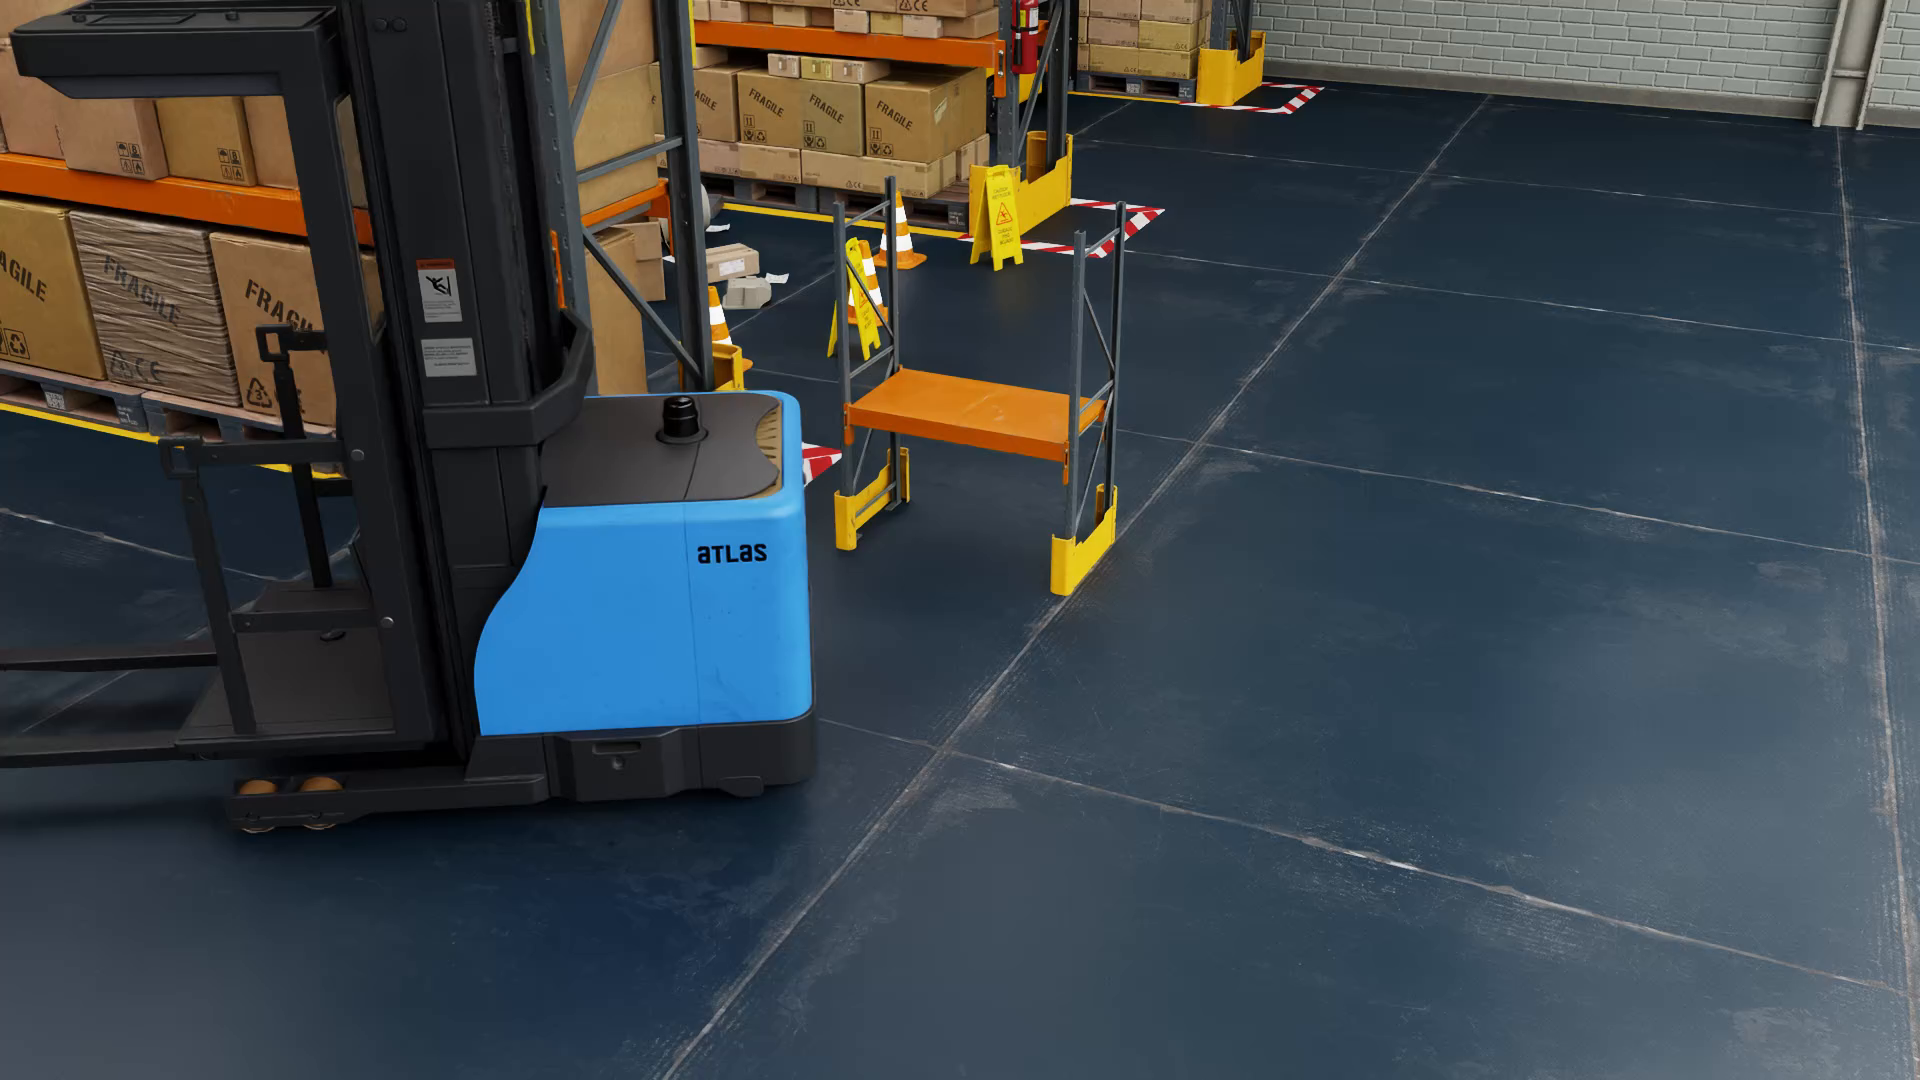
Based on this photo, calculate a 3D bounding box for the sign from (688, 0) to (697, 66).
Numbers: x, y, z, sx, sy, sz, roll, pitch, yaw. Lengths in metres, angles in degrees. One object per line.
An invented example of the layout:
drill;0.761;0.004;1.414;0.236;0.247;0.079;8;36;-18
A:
sign;-1.211;-2.270;7.396;0.005;0.325;0.100;11;28;22

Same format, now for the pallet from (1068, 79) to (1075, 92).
pallet;0.742;-4.725;16.609;1.213;0.211;1.003;11;28;22

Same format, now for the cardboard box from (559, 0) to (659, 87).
cardboard box;-1.768;-2.260;7.051;0.550;0.550;0.875;11;28;22

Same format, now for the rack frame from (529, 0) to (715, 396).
rack frame;-1.447;-1.624;7.154;0.127;3.000;1.000;11;28;22

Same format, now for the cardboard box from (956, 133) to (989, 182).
cardboard box;-0.109;-2.847;12.274;0.500;0.250;0.500;11;28;21

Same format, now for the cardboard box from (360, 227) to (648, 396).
cardboard box;-2.091;-0.957;7.728;0.875;0.875;0.875;12;28;22

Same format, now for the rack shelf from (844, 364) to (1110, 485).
rack shelf;0.078;-0.496;6.966;1.000;0.185;0.538;11;28;22

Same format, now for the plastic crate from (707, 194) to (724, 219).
plastic crate;-2.041;-2.438;12.111;0.583;0.080;0.402;2;26;4

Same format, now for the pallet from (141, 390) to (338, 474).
pallet;-3.313;-0.712;8.457;1.213;0.211;1.003;11;28;22

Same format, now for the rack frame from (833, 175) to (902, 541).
rack frame;-0.385;-0.750;7.076;0.032;1.500;0.500;11;28;22

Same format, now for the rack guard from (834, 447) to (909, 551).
rack guard;-0.384;-0.189;7.351;0.087;0.250;0.587;11;28;22

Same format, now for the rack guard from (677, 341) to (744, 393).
rack guard;-1.425;-0.499;7.697;0.348;0.500;1.175;11;28;22

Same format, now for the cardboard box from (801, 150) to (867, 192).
cardboard box;-0.805;-2.726;12.028;0.500;0.250;0.500;11;28;22

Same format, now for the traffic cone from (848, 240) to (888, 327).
traffic cone;-0.565;-1.547;9.867;0.334;0.463;0.336;11;28;22

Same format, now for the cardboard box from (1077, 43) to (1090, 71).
cardboard box;1.103;-4.733;16.105;0.500;0.250;0.500;12;29;22

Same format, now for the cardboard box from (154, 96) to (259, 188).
cardboard box;-3.270;-2.066;7.881;0.500;0.550;0.875;11;28;22

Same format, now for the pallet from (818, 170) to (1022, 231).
pallet;-0.284;-2.559;12.208;1.213;0.211;1.003;11;28;22

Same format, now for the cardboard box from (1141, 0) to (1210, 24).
cardboard box;2.013;-4.992;15.499;0.500;0.250;0.500;12;29;24

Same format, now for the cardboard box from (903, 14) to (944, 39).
cardboard box;-0.195;-3.505;11.257;0.250;0.149;0.380;11;28;21

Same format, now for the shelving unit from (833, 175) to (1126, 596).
shelving unit;0.069;-0.659;6.890;1.083;1.500;0.587;11;28;22

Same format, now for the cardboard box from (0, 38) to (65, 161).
cardboard box;-4.237;-2.269;8.293;0.550;0.550;0.875;11;28;22

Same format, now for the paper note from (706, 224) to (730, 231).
paper note;-1.699;-2.194;11.672;0.148;0.019;0.142;2;26;4

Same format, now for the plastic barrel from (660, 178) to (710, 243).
plastic barrel;-1.997;-2.246;11.333;0.512;0.421;0.421;-12;29;-23

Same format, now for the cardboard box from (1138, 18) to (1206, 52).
cardboard box;1.989;-4.772;15.618;0.500;0.250;0.500;11;28;21

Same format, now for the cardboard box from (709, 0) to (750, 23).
cardboard box;-1.575;-3.793;11.842;0.250;0.149;0.380;11;28;22

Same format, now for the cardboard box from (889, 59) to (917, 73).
cardboard box;-0.609;-3.281;12.307;0.500;0.500;0.500;10;28;20

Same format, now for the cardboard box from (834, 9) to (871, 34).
cardboard box;-0.667;-3.595;11.440;0.250;0.149;0.380;12;29;23

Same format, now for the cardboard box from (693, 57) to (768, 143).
cardboard box;-1.742;-3.251;12.245;0.500;0.500;0.500;13;29;24

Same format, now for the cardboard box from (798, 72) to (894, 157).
cardboard box;-0.803;-3.060;11.858;0.500;0.500;0.500;12;29;24

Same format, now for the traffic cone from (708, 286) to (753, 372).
traffic cone;-1.342;-1.154;9.071;0.334;0.463;0.336;11;28;22

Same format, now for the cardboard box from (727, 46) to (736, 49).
cardboard box;-2.017;-3.563;12.880;0.500;0.500;0.500;12;29;23

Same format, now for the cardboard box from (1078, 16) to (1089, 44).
cardboard box;1.058;-4.954;15.988;0.500;0.250;0.500;11;28;21

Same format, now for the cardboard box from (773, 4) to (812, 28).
cardboard box;-1.112;-3.709;11.671;0.250;0.149;0.380;11;28;21

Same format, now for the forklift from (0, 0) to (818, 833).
forklift;-2.022;-0.619;5.190;3.031;2.935;1.130;-2;26;-5

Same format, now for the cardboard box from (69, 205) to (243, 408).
cardboard box;-3.722;-1.285;8.393;0.875;0.875;0.875;12;28;22

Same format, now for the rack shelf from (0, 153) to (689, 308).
rack shelf;-3.267;-1.667;8.055;4.000;0.370;1.077;11;28;22

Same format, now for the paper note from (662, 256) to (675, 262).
paper note;-1.885;-1.884;11.055;0.142;0.019;0.148;23;35;39

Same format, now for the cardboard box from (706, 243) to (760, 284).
cardboard box;-1.518;-1.782;10.700;0.380;0.149;0.250;-18;31;-31

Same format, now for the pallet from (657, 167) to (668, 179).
pallet;-2.505;-3.005;13.115;1.213;0.211;1.003;11;28;22

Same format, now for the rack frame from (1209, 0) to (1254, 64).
rack frame;2.562;-5.630;15.289;0.127;3.000;1.000;11;28;22

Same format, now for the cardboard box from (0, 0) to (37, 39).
cardboard box;-4.217;-2.772;8.093;0.550;0.550;0.875;11;28;22

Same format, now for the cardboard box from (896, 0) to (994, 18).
cardboard box;-0.098;-3.800;11.122;0.500;0.500;0.500;11;28;21

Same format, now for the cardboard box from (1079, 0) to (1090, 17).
cardboard box;1.083;-5.171;15.863;0.500;0.250;0.500;12;29;22

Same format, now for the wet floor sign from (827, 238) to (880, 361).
wet floor sign;-0.601;-1.359;9.280;0.232;0.644;0.267;6;27;13

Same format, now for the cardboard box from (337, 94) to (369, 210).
cardboard box;-2.313;-1.833;7.408;0.550;0.550;0.875;11;28;22

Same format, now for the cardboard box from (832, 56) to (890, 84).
cardboard box;-0.689;-3.297;11.605;0.250;0.149;0.380;12;29;23

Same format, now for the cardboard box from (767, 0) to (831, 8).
cardboard box;-1.006;-3.986;11.501;0.500;0.500;0.500;11;28;22

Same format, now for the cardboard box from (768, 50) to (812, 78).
cardboard box;-1.156;-3.393;11.801;0.250;0.149;0.380;13;29;24

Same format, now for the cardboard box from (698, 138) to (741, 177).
cardboard box;-1.731;-2.914;12.410;0.500;0.250;0.500;11;28;21

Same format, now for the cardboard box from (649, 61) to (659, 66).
cardboard box;-2.148;-3.590;12.200;0.250;0.149;0.380;13;29;24

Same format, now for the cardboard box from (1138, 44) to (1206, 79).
cardboard box;2.003;-4.543;15.720;0.500;0.250;0.500;12;28;22

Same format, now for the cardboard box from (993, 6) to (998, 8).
cardboard box;0.287;-3.666;11.584;0.250;0.149;0.380;11;28;22
